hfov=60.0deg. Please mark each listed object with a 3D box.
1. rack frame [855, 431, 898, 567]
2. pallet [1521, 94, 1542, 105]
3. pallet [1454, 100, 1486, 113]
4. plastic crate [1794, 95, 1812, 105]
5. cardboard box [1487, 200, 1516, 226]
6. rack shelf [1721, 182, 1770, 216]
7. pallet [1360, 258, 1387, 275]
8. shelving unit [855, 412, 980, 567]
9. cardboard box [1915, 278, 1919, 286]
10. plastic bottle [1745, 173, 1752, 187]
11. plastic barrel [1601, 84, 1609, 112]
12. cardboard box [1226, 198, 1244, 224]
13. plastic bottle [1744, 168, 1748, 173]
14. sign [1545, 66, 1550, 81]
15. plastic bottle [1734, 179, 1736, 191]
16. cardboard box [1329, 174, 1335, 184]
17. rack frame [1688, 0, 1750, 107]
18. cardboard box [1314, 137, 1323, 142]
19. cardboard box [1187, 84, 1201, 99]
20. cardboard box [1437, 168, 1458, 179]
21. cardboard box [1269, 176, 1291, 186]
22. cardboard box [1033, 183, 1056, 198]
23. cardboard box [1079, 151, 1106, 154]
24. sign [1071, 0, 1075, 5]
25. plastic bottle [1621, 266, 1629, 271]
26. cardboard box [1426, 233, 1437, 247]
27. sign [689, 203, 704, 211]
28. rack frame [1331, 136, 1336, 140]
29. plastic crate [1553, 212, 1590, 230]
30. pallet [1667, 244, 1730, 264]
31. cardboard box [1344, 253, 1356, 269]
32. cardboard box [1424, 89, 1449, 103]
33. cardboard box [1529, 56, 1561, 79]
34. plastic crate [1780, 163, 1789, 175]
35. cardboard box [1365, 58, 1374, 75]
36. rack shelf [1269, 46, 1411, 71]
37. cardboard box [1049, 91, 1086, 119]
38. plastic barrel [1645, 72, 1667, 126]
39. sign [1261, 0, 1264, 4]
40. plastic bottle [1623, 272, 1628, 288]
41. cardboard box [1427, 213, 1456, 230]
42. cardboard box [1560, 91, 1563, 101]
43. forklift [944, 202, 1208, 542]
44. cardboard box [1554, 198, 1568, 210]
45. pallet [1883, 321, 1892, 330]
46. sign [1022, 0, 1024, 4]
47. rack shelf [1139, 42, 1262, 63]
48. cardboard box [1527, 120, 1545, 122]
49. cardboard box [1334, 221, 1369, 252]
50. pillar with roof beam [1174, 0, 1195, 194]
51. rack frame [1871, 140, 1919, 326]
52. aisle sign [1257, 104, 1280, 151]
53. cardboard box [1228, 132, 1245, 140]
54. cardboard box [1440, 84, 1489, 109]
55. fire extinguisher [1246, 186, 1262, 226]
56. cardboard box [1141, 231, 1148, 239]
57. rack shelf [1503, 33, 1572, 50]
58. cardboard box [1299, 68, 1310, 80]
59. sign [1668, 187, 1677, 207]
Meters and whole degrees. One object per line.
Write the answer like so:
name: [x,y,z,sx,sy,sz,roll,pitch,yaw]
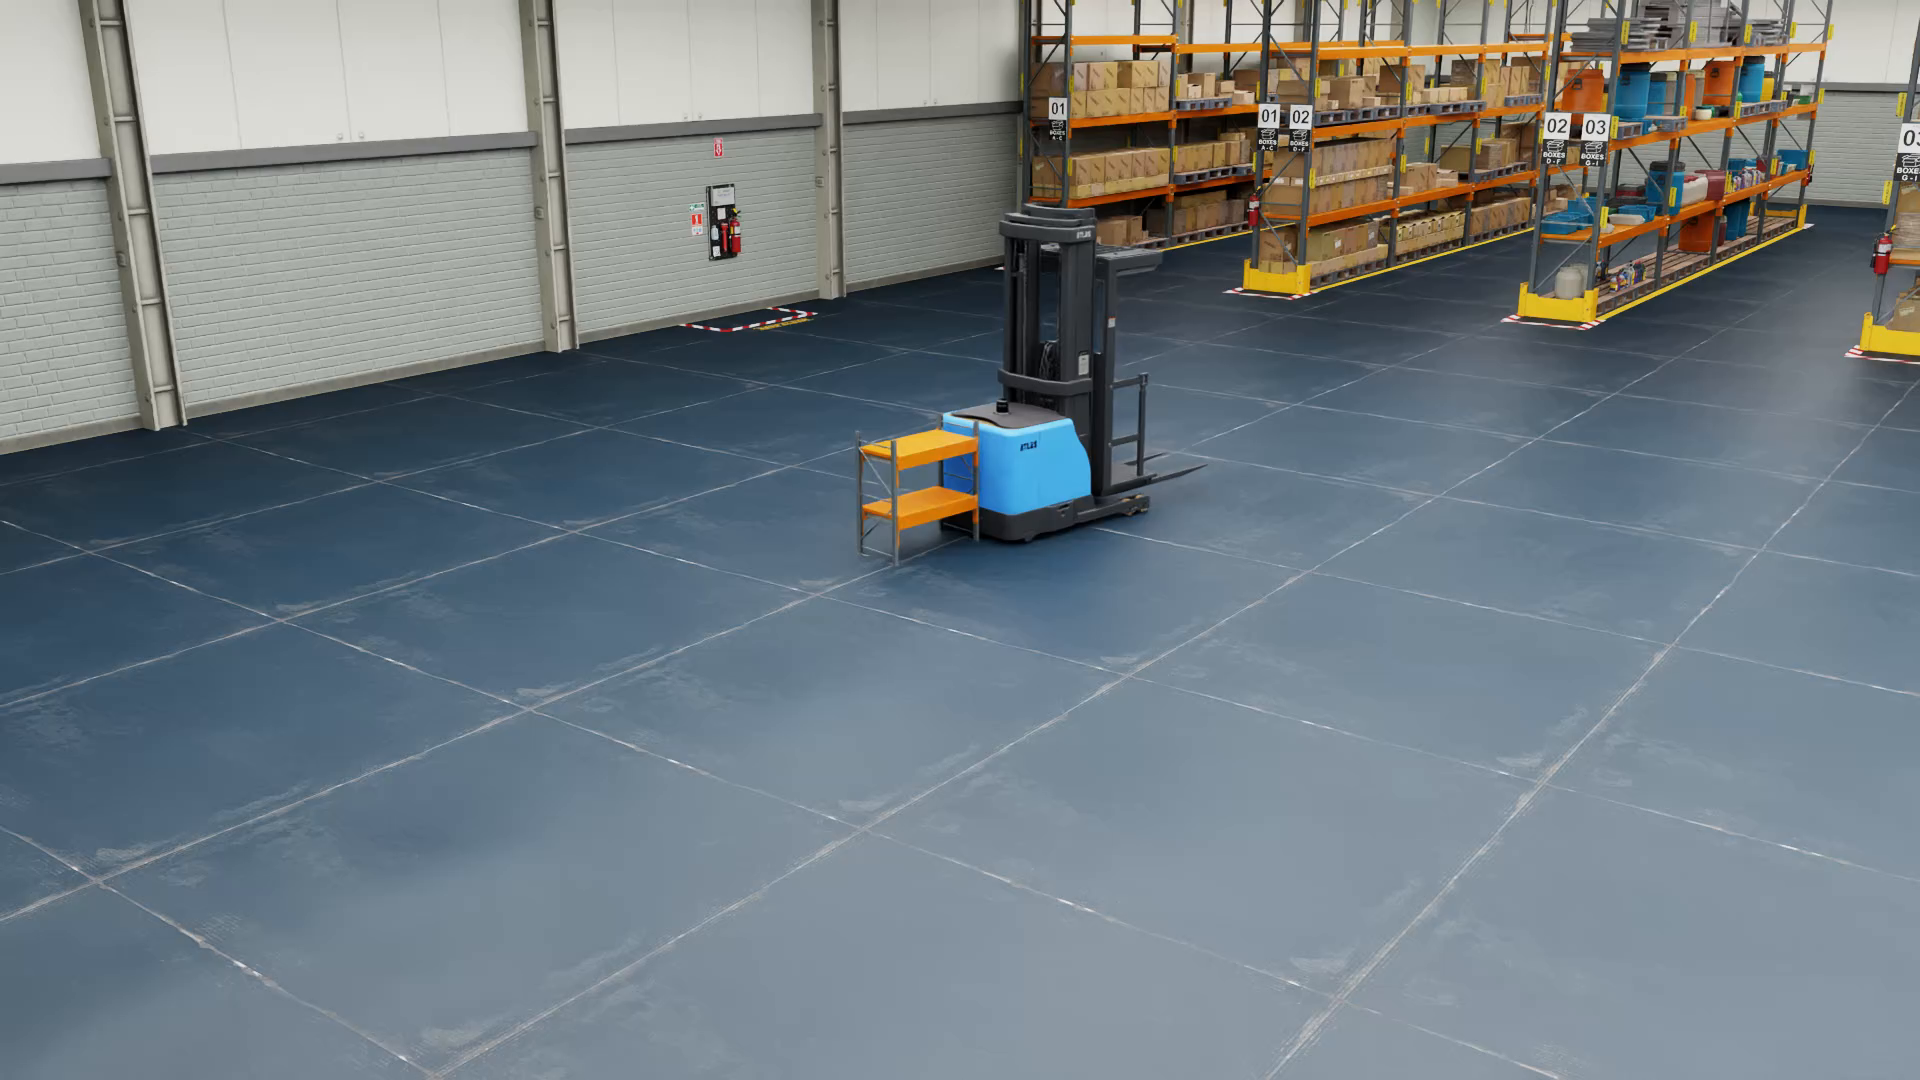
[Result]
rack frame: [-0.727,-0.360,14.514,0.500,1.125,0.032,16,24,42]
pallet: [12.326,-9.926,37.416,1.213,0.211,1.003,12,21,35]
pallet: [10.055,-8.939,34.237,1.213,0.211,1.003,14,22,37]
plastic crate: [18.772,-9.849,37.207,0.450,0.188,0.336,12,21,35]
cardboard box: [12.107,-7.339,37.299,0.500,0.500,0.500,13,21,35]
rack shelf: [15.555,-7.031,34.045,1.077,0.370,4.000,12,21,35]
pallet: [7.497,-5.308,31.985,1.003,0.211,1.213,12,21,35]
shelving unit: [-0.370,-0.468,14.859,0.538,1.125,1.048,16,24,42]
cardboard box: [15.353,-3.851,26.099,0.500,0.500,0.500,-12,21,-33]
plastic bottle: [16.254,-7.433,34.337,0.152,0.276,0.135,12,21,35]
plastic barrel: [10.174,-7.009,26.680,0.600,0.588,0.600,0,17,0]
cardboard box: [6.020,-7.484,37.765,0.700,0.500,0.500,13,21,35]
plastic bottle: [16.346,-7.576,34.670,0.144,0.351,0.185,12,21,35]
sign: [13.219,-10.497,37.400,0.100,0.325,0.005,12,21,35]
plastic bottle: [15.465,-7.102,33.279,0.097,0.271,0.097,0,17,0]
cardboard box: [6.485,-6.464,29.744,0.380,0.149,0.250,12,21,34]
rack frame: [14.364,-9.763,31.514,1.000,3.000,0.127,12,21,35]
cardboard box: [8.422,-9.523,40.153,0.500,0.500,0.500,13,21,35]
cardboard box: [4.781,-9.549,35.326,0.500,0.311,0.500,13,22,36]
cardboard box: [10.136,-7.652,34.985,0.500,0.311,0.500,14,22,38]
cardboard box: [5.696,-6.351,29.380,0.380,0.149,0.250,12,21,34]
cardboard box: [1.763,-6.826,32.394,0.500,0.250,0.500,13,21,35]
cardboard box: [2.663,-7.551,33.462,0.500,0.500,0.500,13,21,35]
sign: [2.076,-9.996,30.557,0.100,0.325,0.005,12,21,35]
plastic bottle: [11.580,-4.625,28.935,0.152,0.276,0.135,12,21,35]
cardboard box: [9.360,-6.127,33.851,0.500,0.250,0.500,13,21,36]
sign: [-4.117,-5.208,26.008,0.001,0.109,0.331,12,21,35]
rack frame: [8.791,-9.601,41.109,1.000,3.000,0.127,12,21,35]
plastic crate: [10.047,-5.247,27.339,0.499,0.251,0.408,12,21,35]
pallet: [14.800,-5.761,33.446,1.003,0.211,1.213,12,21,35]
cardboard box: [7.014,-5.201,30.869,0.500,0.250,0.500,12,21,35]
cardboard box: [9.515,-8.955,33.516,0.500,0.250,0.500,12,21,34]
cardboard box: [13.442,-10.901,38.383,0.700,0.500,0.500,12,21,35]
plastic crate: [18.113,-8.217,36.835,0.416,0.233,0.300,12,21,35]
cardboard box: [10.032,-11.931,41.665,0.500,0.500,0.500,13,21,35]
rack shelf: [6.813,-8.675,29.900,1.077,0.370,4.000,12,21,35]
cardboard box: [2.041,-8.268,31.557,0.500,0.500,0.500,13,22,36]
plastic barrel: [12.109,-7.776,29.331,0.600,0.901,0.708,12,21,35]
sign: [5.194,-9.317,28.369,0.100,0.325,0.005,12,21,35]
plastic bottle: [11.312,-4.430,28.316,0.097,0.271,0.097,0,17,0]
cardboard box: [9.969,-6.636,34.544,0.500,0.311,0.500,12,21,34]
cardboard box: [13.860,-10.397,38.867,0.500,0.250,0.500,12,21,35]
forklift: [1.206,-1.733,15.887,3.031,2.935,1.130,-15,23,-41]
cardboard box: [14.438,-8.182,40.435,0.500,0.250,0.500,12,21,35]
pallet: [14.133,-2.991,24.525,1.003,0.211,1.213,12,21,35]
sign: [1.207,-10.233,31.185,0.100,0.325,0.005,12,21,35]
rack shelf: [5.216,-10.502,35.784,1.077,0.370,4.000,12,21,35]
cardboard box: [13.769,-9.780,39.832,0.500,0.500,0.500,12,21,34]
cardboard box: [7.302,-5.681,31.149,0.500,0.500,0.500,12,21,35]
pillar with roof beam: [8.395,-10.596,34.197,9.100,9.000,0.400,12,21,35]
rack frame: [13.575,-4.117,23.450,1.000,3.000,0.127,12,21,35]
aisle sign: [5.346,-7.146,28.821,0.394,0.787,0.004,12,21,35]
cardboard box: [6.226,-9.129,37.584,0.380,0.149,0.250,9,20,28]
cardboard box: [10.621,-9.364,35.120,0.910,0.500,0.500,12,21,35]
fire extinguisher: [5.178,-5.885,29.275,0.296,0.674,0.183,12,21,35]
cardboard box: [3.729,-6.420,34.901,0.380,0.166,0.250,9,20,28]
rack shelf: [13.963,-11.723,39.045,1.077,0.370,4.000,12,21,35]
cardboard box: [7.898,-10.957,39.508,0.700,0.500,0.500,12,21,34]
sign: [12.416,-5.977,28.974,0.100,0.325,0.005,12,21,35]
